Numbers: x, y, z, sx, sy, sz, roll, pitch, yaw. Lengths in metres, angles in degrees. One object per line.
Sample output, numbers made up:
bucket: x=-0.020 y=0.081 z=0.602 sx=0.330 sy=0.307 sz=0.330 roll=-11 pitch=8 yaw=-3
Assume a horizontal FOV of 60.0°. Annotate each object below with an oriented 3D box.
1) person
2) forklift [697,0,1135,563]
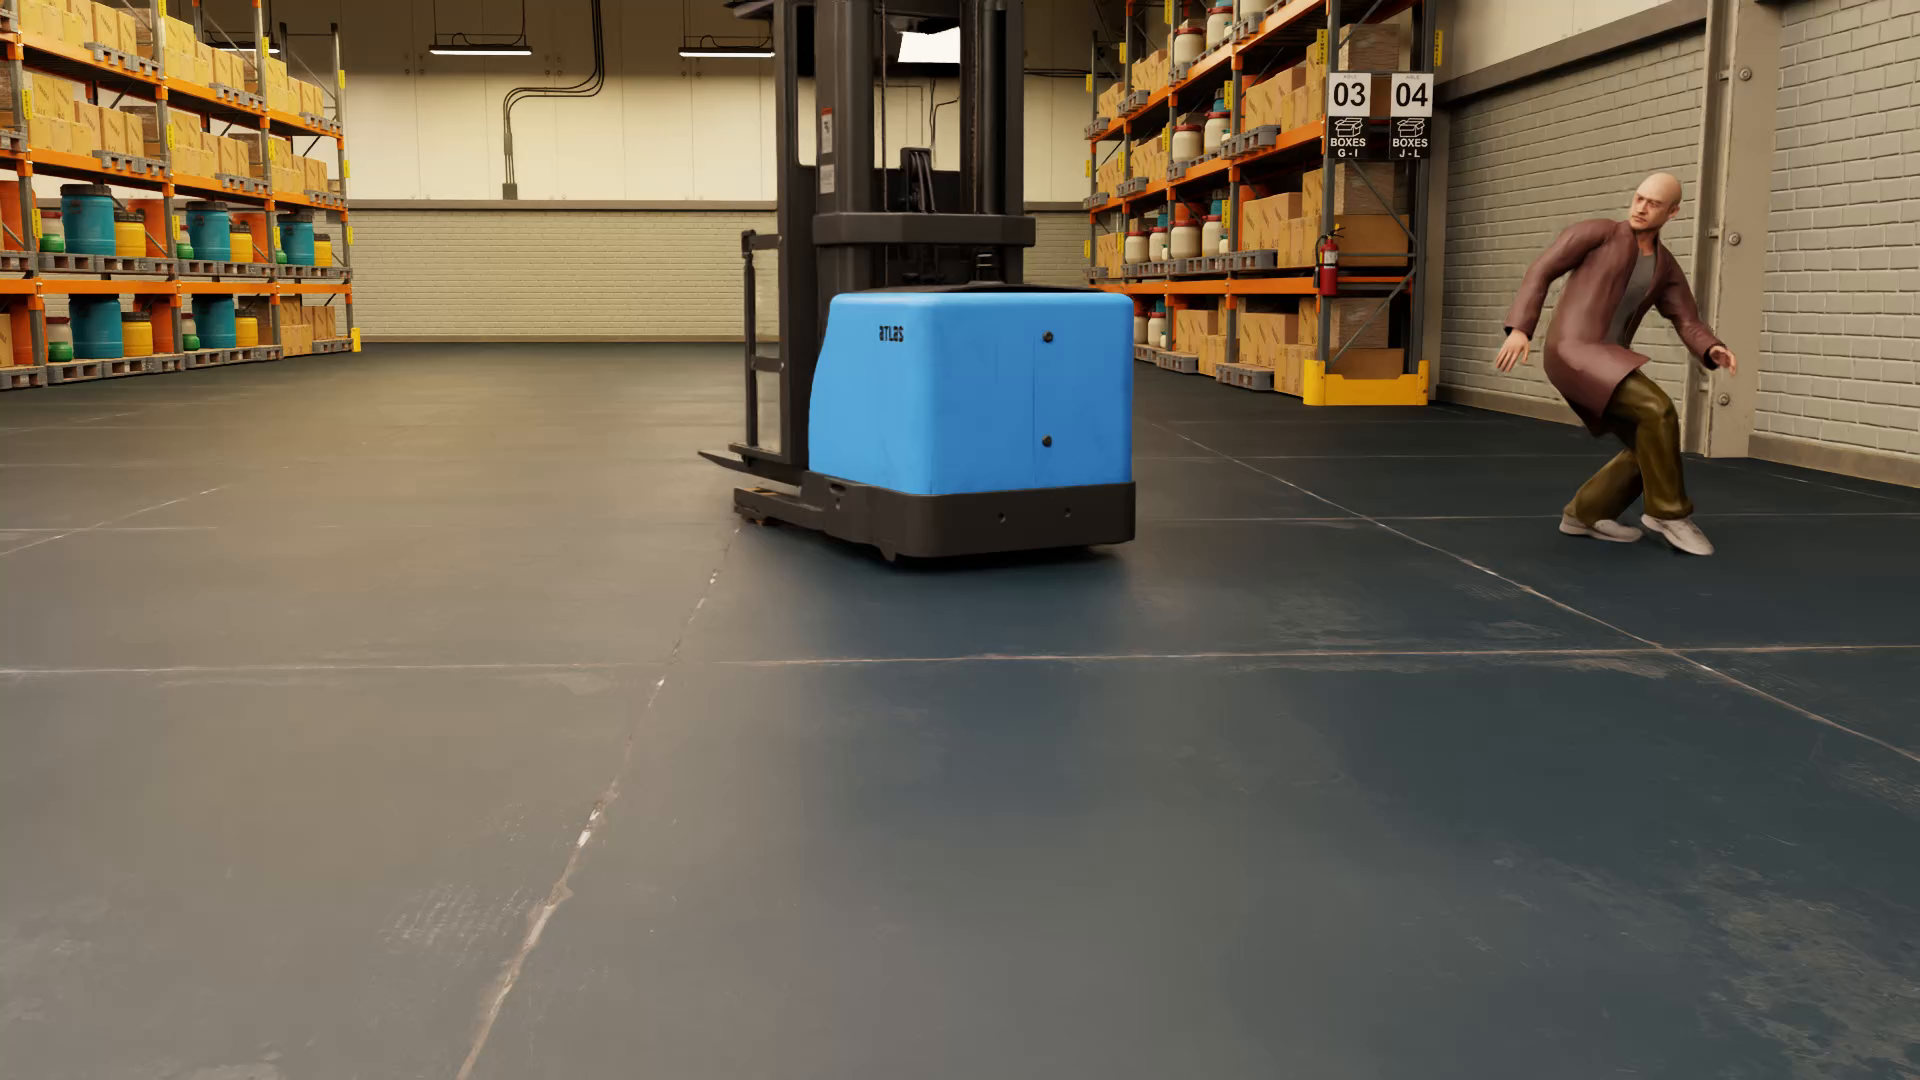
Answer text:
person: x=2.828 y=-0.744 z=7.024 sx=0.806 sy=1.590 sz=0.818 roll=-6 pitch=10 yaw=-36
forklift: x=-0.420 y=-1.538 z=7.686 sx=1.130 sy=2.935 sz=3.031 roll=-4 pitch=10 yaw=-28
